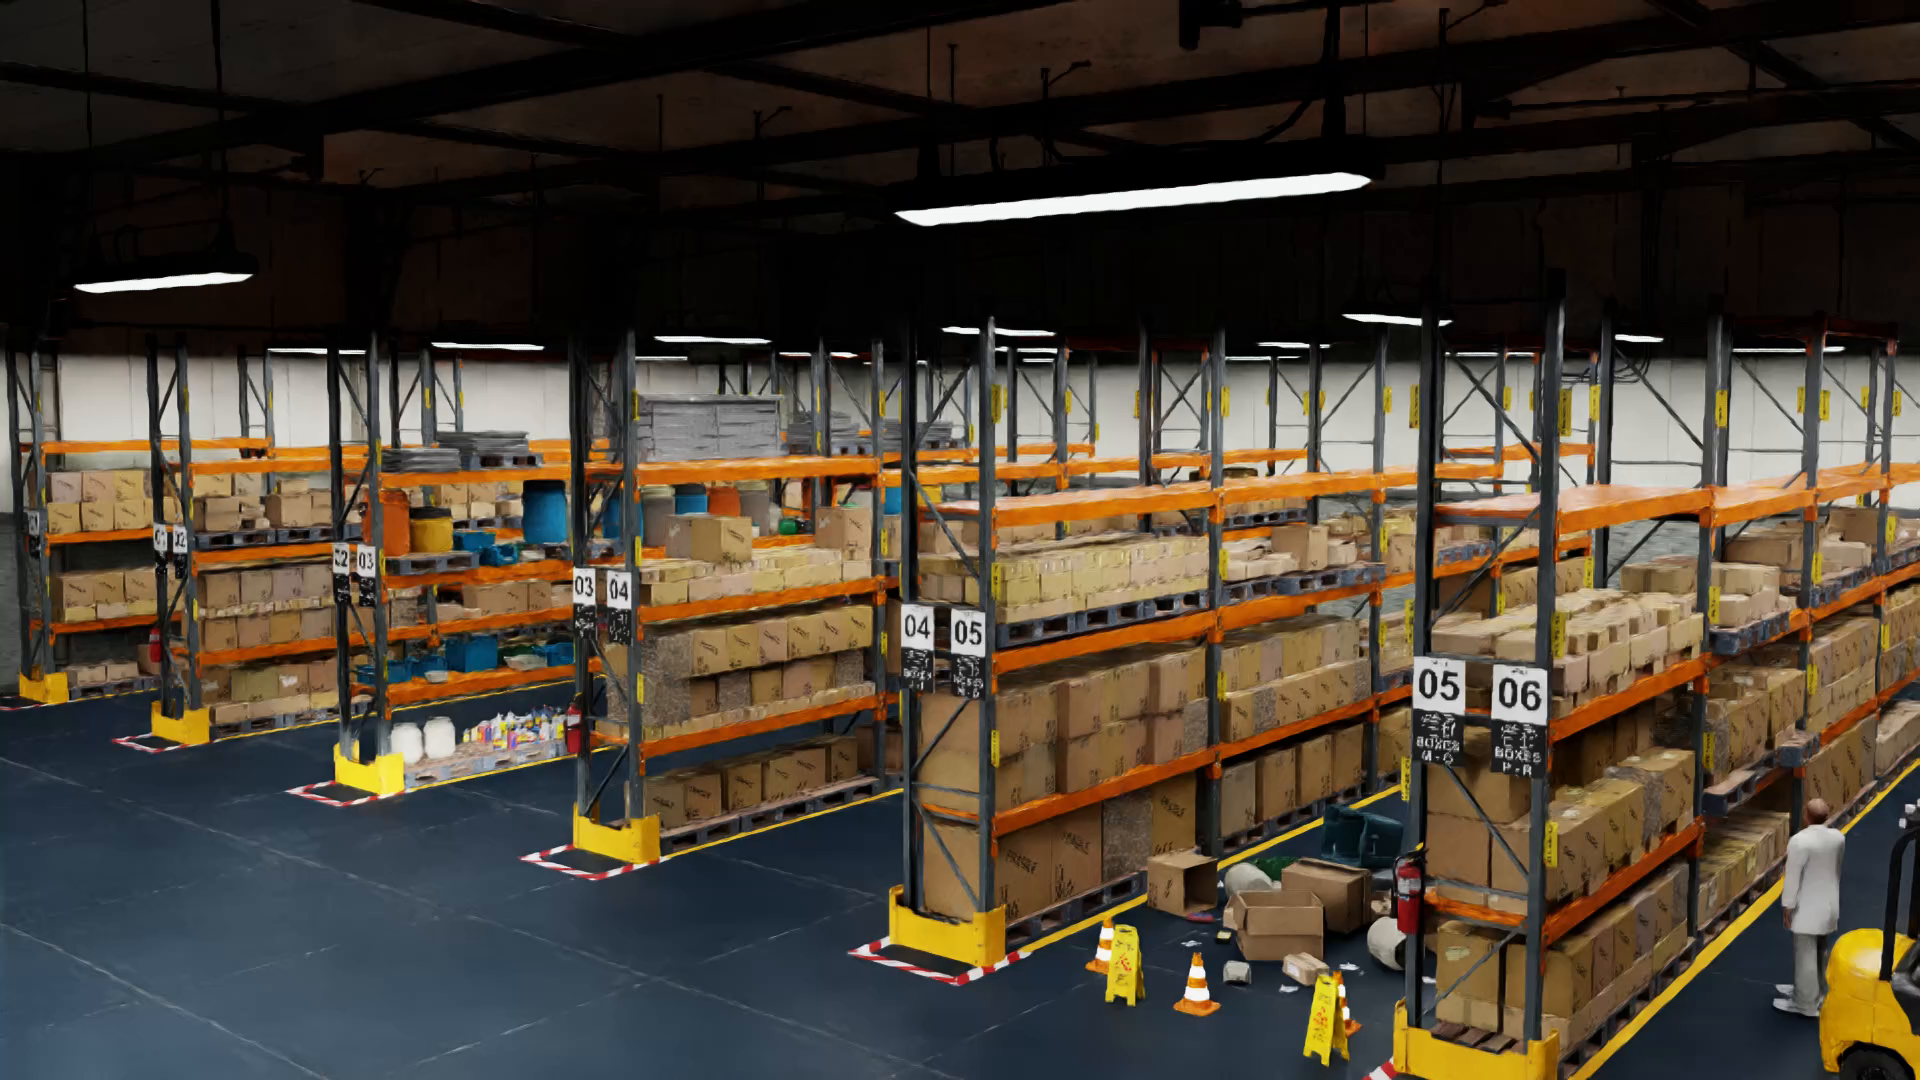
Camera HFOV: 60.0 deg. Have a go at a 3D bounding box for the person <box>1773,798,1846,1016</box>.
[{"bbox_3d":[7.050,3.017,13.867,0.636,1.782,0.550,-2,5,-20],"label":"person"}]
